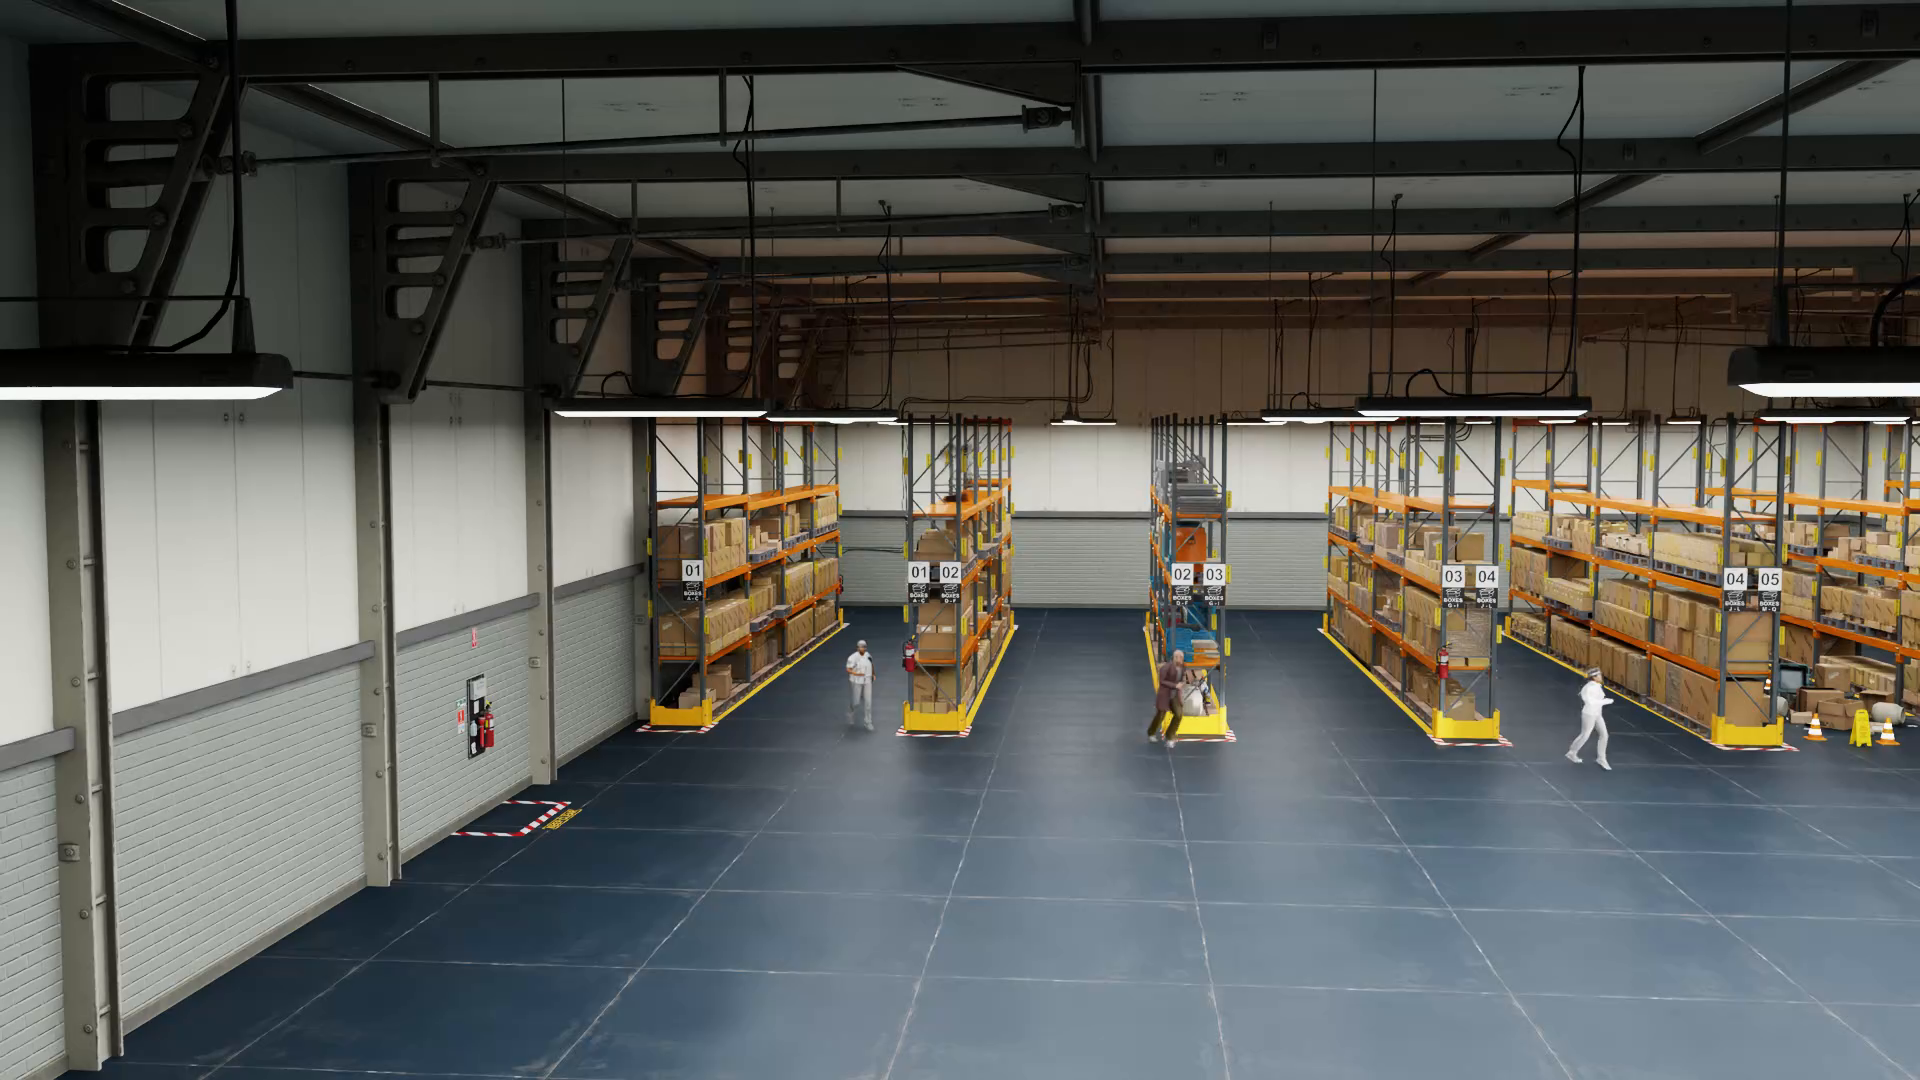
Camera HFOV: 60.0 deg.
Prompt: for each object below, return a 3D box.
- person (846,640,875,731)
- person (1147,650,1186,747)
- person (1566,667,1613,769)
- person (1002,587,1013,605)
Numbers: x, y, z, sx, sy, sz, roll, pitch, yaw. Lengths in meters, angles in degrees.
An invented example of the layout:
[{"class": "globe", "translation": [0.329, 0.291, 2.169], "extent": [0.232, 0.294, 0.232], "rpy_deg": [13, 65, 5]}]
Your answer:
[{"class": "person", "translation": [-1.901, 2.755, 31.808], "extent": [0.626, 1.698, 0.827], "rpy_deg": [-2, 4, -27]}, {"class": "person", "translation": [3.794, 2.969, 30.012], "extent": [0.763, 1.649, 0.914], "rpy_deg": [-3, 5, -36]}, {"class": "person", "translation": [10.623, 3.001, 28.048], "extent": [0.758, 1.758, 0.579], "rpy_deg": [3, 5, 37]}, {"class": "person", "translation": [1.168, 1.679, 48.507], "extent": [0.755, 1.590, 0.535], "rpy_deg": [2, 4, 27]}]
